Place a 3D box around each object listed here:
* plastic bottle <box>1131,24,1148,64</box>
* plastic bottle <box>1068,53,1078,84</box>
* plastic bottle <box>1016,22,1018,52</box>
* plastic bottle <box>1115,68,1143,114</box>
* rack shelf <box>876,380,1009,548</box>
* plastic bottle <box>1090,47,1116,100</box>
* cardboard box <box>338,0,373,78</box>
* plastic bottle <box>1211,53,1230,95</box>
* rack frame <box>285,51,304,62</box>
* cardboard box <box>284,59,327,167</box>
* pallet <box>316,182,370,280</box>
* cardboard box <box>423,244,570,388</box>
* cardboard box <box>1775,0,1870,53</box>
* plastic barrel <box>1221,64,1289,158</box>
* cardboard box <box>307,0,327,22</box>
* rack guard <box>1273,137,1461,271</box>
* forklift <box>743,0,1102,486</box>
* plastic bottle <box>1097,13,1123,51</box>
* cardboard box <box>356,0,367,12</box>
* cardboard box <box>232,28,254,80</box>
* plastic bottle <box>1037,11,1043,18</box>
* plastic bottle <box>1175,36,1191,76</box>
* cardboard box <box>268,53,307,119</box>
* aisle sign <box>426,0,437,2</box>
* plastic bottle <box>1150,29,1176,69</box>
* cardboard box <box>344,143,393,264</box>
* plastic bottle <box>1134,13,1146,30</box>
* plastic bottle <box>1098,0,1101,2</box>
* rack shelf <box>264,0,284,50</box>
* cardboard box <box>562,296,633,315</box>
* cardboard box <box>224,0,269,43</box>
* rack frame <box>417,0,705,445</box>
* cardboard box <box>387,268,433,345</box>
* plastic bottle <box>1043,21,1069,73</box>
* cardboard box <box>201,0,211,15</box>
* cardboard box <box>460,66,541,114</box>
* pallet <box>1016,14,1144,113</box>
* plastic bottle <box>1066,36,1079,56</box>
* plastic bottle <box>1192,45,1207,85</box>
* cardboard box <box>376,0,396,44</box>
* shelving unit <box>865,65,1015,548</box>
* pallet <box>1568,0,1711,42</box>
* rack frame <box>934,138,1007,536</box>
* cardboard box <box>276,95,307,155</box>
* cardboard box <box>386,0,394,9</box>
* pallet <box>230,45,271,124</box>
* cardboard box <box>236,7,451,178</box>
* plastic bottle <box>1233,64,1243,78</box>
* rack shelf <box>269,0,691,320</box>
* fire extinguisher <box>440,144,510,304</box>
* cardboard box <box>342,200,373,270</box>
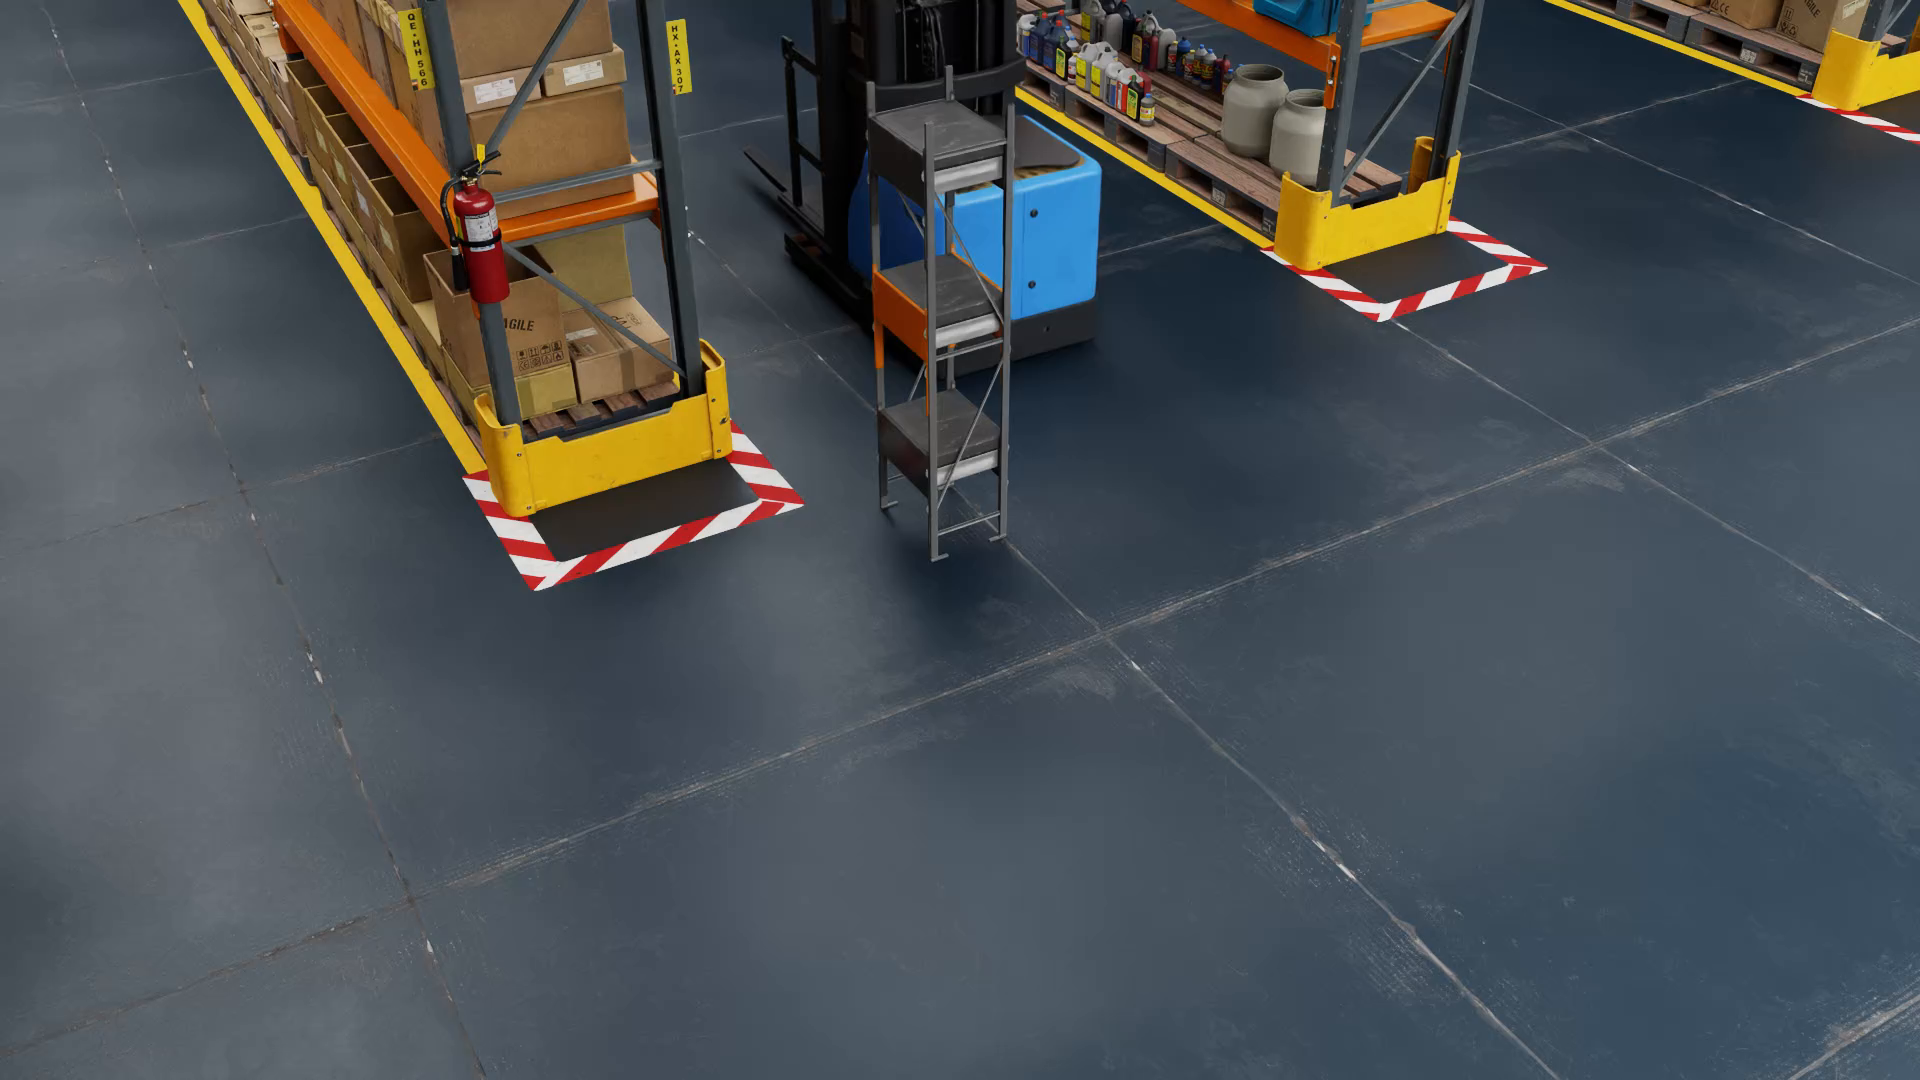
[{"bbox_3d":[1.307,-3.615,12.086,0.061,0.283,0.133,-19,40,-24],"label":"plastic bottle"},{"bbox_3d":[0.815,-3.349,11.791,0.097,0.201,0.097,0,36,0],"label":"plastic bottle"},{"bbox_3d":[0.435,-3.735,12.320,0.097,0.201,0.097,0,36,0],"label":"plastic bottle"},{"bbox_3d":[1.157,-3.065,11.339,0.152,0.276,0.135,-19,40,-24],"label":"plastic bottle"},{"bbox_3d":[-0.083,-0.356,7.667,0.431,0.518,0.480,-19,40,-24],"label":"rack shelf"},{"bbox_3d":[1.000,-3.249,11.528,0.144,0.351,0.185,-17,40,-22],"label":"plastic bottle"},{"bbox_3d":[-2.985,-2.909,9.106,0.700,0.500,0.500,-18,40,-23],"label":"cardboard box"},{"bbox_3d":[1.822,-3.262,11.603,0.061,0.283,0.133,-18,40,-23],"label":"plastic bottle"},{"bbox_3d":[-3.733,-3.618,10.160,1.000,3.000,0.127,-19,40,-24],"label":"rack frame"},{"bbox_3d":[-3.771,-2.650,10.175,0.500,0.500,0.500,-19,40,-24],"label":"cardboard box"},{"bbox_3d":[-3.370,-2.074,10.410,1.003,0.211,1.213,-19,40,-24],"label":"pallet"},{"bbox_3d":[-2.250,-1.125,8.087,0.500,0.500,0.500,-19,40,-24],"label":"cardboard box"},{"bbox_3d":[6.545,-3.995,12.440,0.500,0.500,0.500,-12,38,-16],"label":"cardboard box"},{"bbox_3d":[1.913,-2.777,10.762,0.421,0.512,0.421,0,36,0],"label":"plastic barrel"},{"bbox_3d":[-3.505,-3.433,9.823,0.700,0.500,0.500,-20,41,-25],"label":"cardboard box"},{"bbox_3d":[2.483,-2.059,10.145,1.175,0.500,0.348,-19,40,-24],"label":"rack guard"},{"bbox_3d":[-0.380,-2.466,8.642,1.782,2.935,4.295,-18,40,-23],"label":"forklift"},{"bbox_3d":[1.105,-3.764,12.296,0.152,0.276,0.135,-19,40,-24],"label":"plastic bottle"},{"bbox_3d":[-2.861,-2.809,8.418,0.380,0.149,0.250,-19,40,-25],"label":"cardboard box"},{"bbox_3d":[-4.956,-3.581,12.086,0.500,0.250,0.500,-18,40,-23],"label":"cardboard box"},{"bbox_3d":[0.611,-3.747,12.267,0.061,0.283,0.133,-19,40,-24],"label":"plastic bottle"},{"bbox_3d":[1.596,-3.466,11.892,0.097,0.271,0.097,0,36,0],"label":"plastic bottle"},{"bbox_3d":[-4.184,-3.025,10.848,0.500,0.311,0.500,-19,40,-24],"label":"cardboard box"},{"bbox_3d":[-1.944,-2.507,6.435,0.394,0.787,0.004,-19,40,-24],"label":"aisle sign"},{"bbox_3d":[1.461,-3.572,12.033,0.152,0.276,0.135,-18,40,-23],"label":"plastic bottle"},{"bbox_3d":[-3.015,-1.886,9.128,0.500,0.500,0.500,-19,40,-24],"label":"cardboard box"},{"bbox_3d":[1.339,-3.753,12.275,0.061,0.283,0.133,-16,39,-21],"label":"plastic bottle"},{"bbox_3d":[1.079,-4.017,12.636,0.061,0.283,0.133,-17,39,-22],"label":"plastic bottle"},{"bbox_3d":[-4.738,-4.347,11.768,1.077,0.370,4.000,-19,40,-24],"label":"rack shelf"},{"bbox_3d":[-2.055,-1.230,8.866,0.500,0.250,0.500,-19,40,-24],"label":"cardboard box"},{"bbox_3d":[-4.949,-3.801,11.910,0.500,0.311,0.500,-19,40,-24],"label":"cardboard box"},{"bbox_3d":[-1.723,-1.578,7.367,1.000,3.000,0.127,-19,40,-24],"label":"rack frame"},{"bbox_3d":[-2.763,-1.329,9.001,0.500,0.250,0.500,-19,40,-24],"label":"cardboard box"},{"bbox_3d":[0.693,-3.560,11.955,0.144,0.351,0.185,-21,41,-26],"label":"plastic bottle"},{"bbox_3d":[-5.733,-4.362,13.155,0.500,0.250,0.500,-19,40,-24],"label":"cardboard box"},{"bbox_3d":[-2.080,-2.018,7.336,0.380,0.149,0.250,-20,40,-25],"label":"cardboard box"},{"bbox_3d":[0.853,-3.602,12.503,1.003,0.211,1.213,-19,40,-24],"label":"pallet"},{"bbox_3d":[-5.758,-6.495,11.402,10.038,5.742,9.096,0,36,0],"label":"plastic bottle"},{"bbox_3d":[1.697,-3.362,11.750,0.097,0.271,0.097,0,36,0],"label":"plastic bottle"},{"bbox_3d":[-2.598,-2.545,8.056,0.380,0.149,0.250,-18,40,-23],"label":"cardboard box"},{"bbox_3d":[-0.084,-0.933,7.248,0.431,2.100,0.499,-19,40,-24],"label":"shelving unit"},{"bbox_3d":[5.819,-4.470,13.691,1.003,0.211,1.213,-19,40,-24],"label":"pallet"},{"bbox_3d":[0.041,-0.808,7.076,0.380,1.831,0.006,-19,40,-24],"label":"rack frame"},{"bbox_3d":[-4.192,-2.802,11.019,0.500,0.250,0.500,-19,40,-24],"label":"cardboard box"},{"bbox_3d":[-2.496,-2.934,8.039,0.700,0.500,0.500,-19,40,-24],"label":"cardboard box"},{"bbox_3d":[-4.754,-3.479,12.334,1.003,0.211,1.213,-19,40,-24],"label":"pallet"},{"bbox_3d":[-3.418,-2.888,9.788,1.023,1.340,4.930,-18,40,-23],"label":"cardboard box"},{"bbox_3d":[1.920,-3.136,11.441,0.097,0.271,0.097,0,36,0],"label":"plastic bottle"},{"bbox_3d":[-2.728,-2.307,8.976,1.077,0.370,4.000,-19,40,-24],"label":"rack shelf"},{"bbox_3d":[-2.066,-1.348,7.119,0.296,0.674,0.183,-19,40,-24],"label":"fire extinguisher"},{"bbox_3d":[-3.269,-1.837,9.698,0.500,0.250,0.500,-19,40,-24],"label":"cardboard box"}]
